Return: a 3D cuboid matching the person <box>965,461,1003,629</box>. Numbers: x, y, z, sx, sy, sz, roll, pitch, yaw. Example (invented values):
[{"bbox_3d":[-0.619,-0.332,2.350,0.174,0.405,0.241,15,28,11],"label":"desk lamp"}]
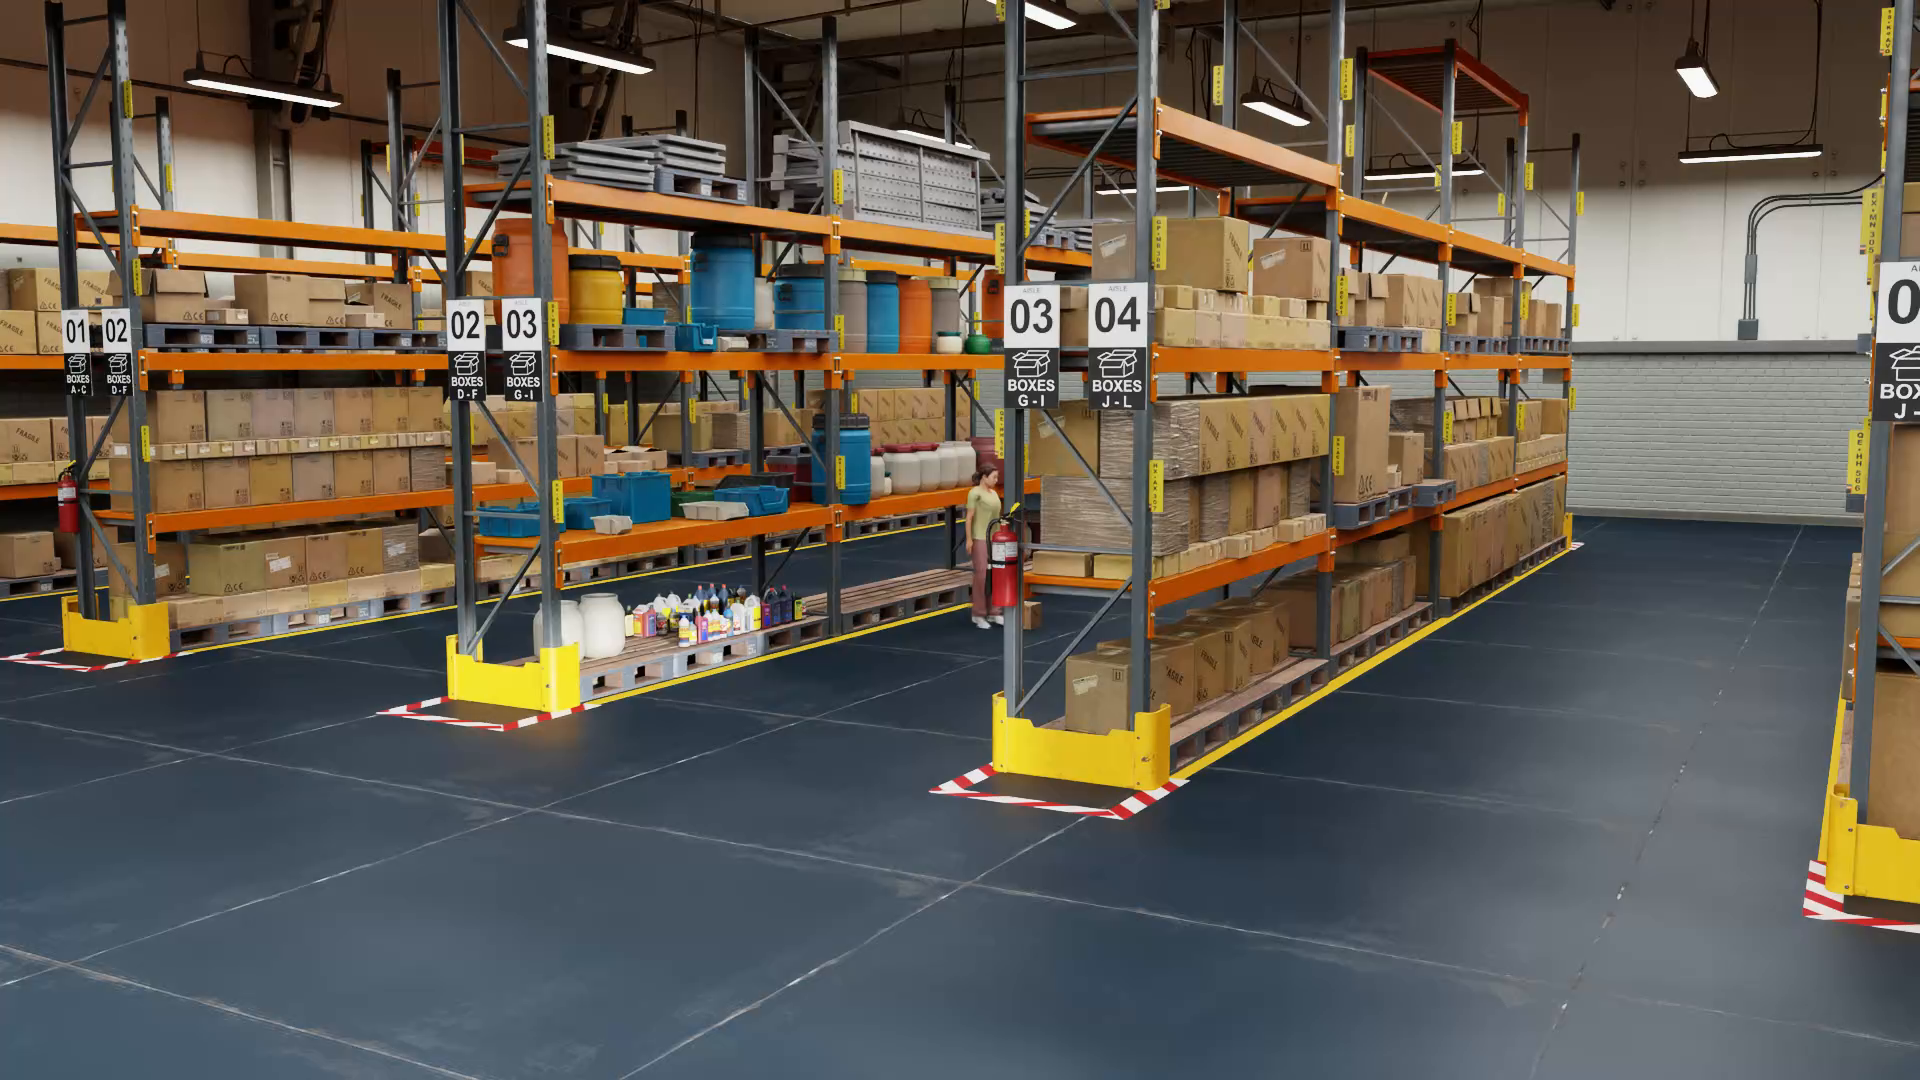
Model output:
[{"bbox_3d":[0.304,0.049,17.240,0.496,1.723,0.503,4,7,36],"label":"person"}]
